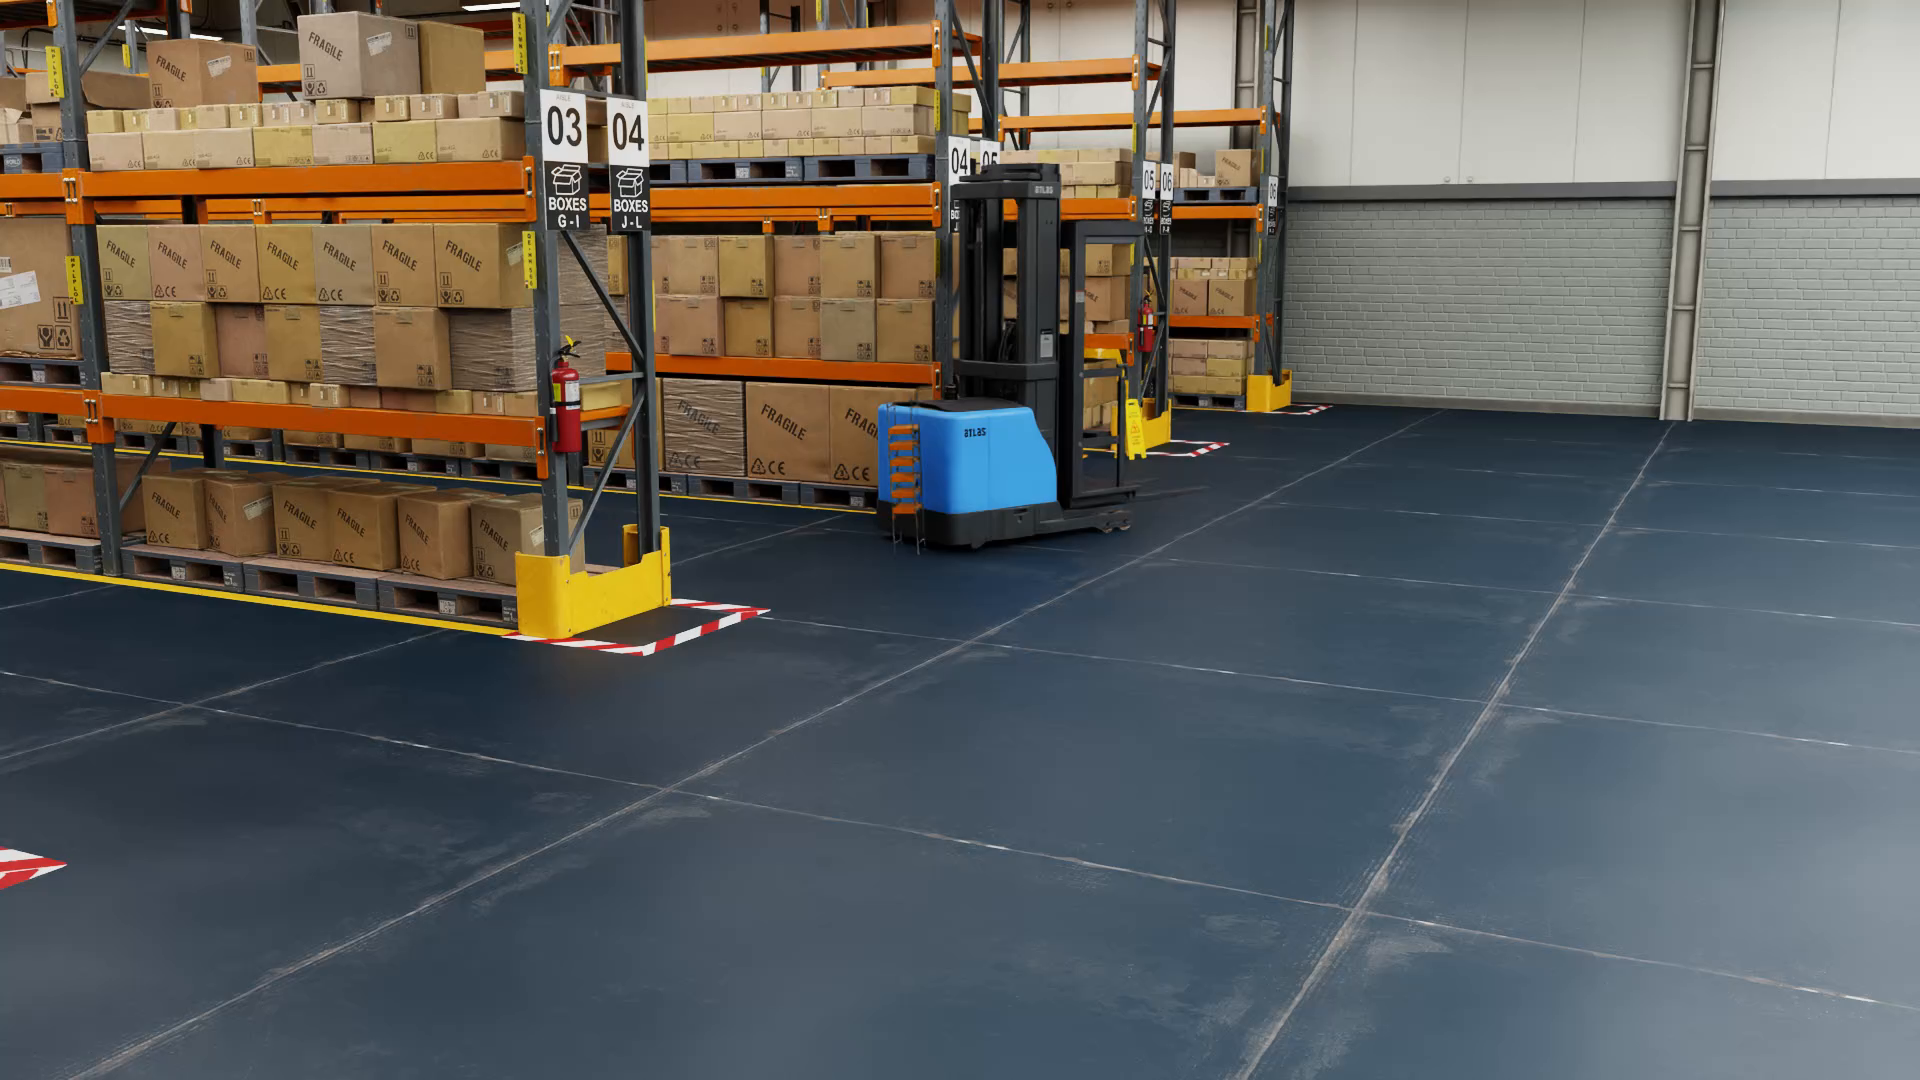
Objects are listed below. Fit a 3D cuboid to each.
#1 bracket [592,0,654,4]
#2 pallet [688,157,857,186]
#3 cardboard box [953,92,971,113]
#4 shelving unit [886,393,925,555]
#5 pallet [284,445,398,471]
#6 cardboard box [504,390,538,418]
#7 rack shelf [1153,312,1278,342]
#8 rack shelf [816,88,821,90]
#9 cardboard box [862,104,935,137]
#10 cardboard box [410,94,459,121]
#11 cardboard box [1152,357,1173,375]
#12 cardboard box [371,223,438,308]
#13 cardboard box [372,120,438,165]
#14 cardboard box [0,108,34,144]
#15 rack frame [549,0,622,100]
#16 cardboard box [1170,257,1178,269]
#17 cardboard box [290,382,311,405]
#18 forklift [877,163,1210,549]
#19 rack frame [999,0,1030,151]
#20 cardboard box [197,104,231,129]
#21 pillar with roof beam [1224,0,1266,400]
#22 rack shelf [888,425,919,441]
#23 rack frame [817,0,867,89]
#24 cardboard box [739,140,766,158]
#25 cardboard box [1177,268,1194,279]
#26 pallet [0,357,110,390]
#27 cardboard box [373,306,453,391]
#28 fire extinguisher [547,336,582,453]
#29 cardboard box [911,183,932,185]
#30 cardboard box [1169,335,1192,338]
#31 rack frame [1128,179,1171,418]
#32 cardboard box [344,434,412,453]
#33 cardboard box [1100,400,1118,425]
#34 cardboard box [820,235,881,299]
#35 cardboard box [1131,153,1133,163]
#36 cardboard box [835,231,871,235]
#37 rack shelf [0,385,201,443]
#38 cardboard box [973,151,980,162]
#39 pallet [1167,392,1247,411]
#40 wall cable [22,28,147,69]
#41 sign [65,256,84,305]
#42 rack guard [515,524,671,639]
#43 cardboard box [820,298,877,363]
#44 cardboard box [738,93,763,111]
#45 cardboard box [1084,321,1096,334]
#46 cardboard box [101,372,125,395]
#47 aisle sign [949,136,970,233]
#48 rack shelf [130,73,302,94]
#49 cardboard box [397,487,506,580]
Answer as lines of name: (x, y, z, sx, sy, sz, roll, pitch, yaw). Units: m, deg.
bracket: (-4.088, -8.928, 27.185, 4.783, 0.066, 0.076, 5, 11, 26)
pallet: (-1.702, -3.348, 15.130, 1.213, 0.211, 1.003, 5, 11, 26)
cardboard box: (-0.093, -3.840, 14.610, 0.250, 0.149, 0.380, 5, 11, 26)
shelving unit: (-0.409, -0.501, 12.604, 0.189, 1.200, 0.258, 0, 10, 12)
pallet: (-6.435, -0.947, 17.867, 1.213, 0.211, 1.003, 5, 11, 26)
cardboard box: (-2.567, -0.844, 10.177, 0.250, 0.149, 0.380, 5, 11, 26)
rack shelf: (2.565, -3.158, 24.274, 4.000, 0.370, 1.077, 5, 11, 26)
rack shelf: (-3.215, -5.435, 21.135, 4.000, 0.370, 1.077, 5, 11, 26)
cardboard box: (-0.497, -3.561, 14.185, 0.500, 0.250, 0.500, 5, 11, 27)
cardboard box: (-3.082, -2.592, 10.008, 0.250, 0.149, 0.380, 4, 11, 23)
cardboard box: (2.866, -2.521, 23.873, 0.500, 0.250, 0.500, 5, 11, 25)
cardboard box: (-3.273, -1.708, 10.322, 0.500, 0.500, 0.500, 5, 11, 26)
cardboard box: (-3.213, -2.417, 10.159, 0.500, 0.250, 0.500, 5, 11, 26)
cardboard box: (-6.694, -2.968, 11.983, 0.258, 0.266, 0.396, 5, 12, 28)
rack frame: (-3.522, -5.030, 15.753, 0.127, 3.000, 1.000, 5, 11, 26)
cardboard box: (2.989, -3.928, 23.576, 0.250, 0.149, 0.380, 5, 12, 27)
cardboard box: (-4.152, -0.976, 10.907, 0.250, 0.149, 0.380, 5, 11, 26)
forklift: (0.800, -1.565, 13.646, 3.031, 2.935, 1.130, -8, 13, -38)
rack frame: (0.771, -6.621, 24.547, 0.127, 3.000, 1.000, 5, 11, 26)
cardboard box: (-4.710, -2.735, 10.797, 0.250, 0.149, 0.380, 5, 11, 25)
pillar with roof beam: (2.228, -5.817, 20.105, 0.400, 9.000, 9.100, 5, 11, 26)
rack shelf: (-0.423, -0.811, 12.548, 0.180, 0.103, 0.258, 0, 10, 12)
rack frame: (-1.422, -5.828, 20.165, 0.127, 3.000, 1.000, 5, 11, 26)
cardboard box: (-1.750, -3.463, 14.765, 0.250, 0.149, 0.380, 5, 11, 27)
cardboard box: (3.258, -3.772, 23.546, 0.250, 0.149, 0.380, 5, 11, 25)
pallet: (-6.428, -1.282, 12.432, 1.213, 0.211, 1.003, 5, 11, 26)
cardboard box: (-3.202, -1.242, 10.553, 0.500, 0.500, 0.875, 5, 11, 26)
fire extinguisher: (-2.321, -0.858, 9.763, 0.183, 0.674, 0.296, 5, 11, 26)
cardboard box: (-0.238, -4.266, 19.540, 0.500, 0.250, 0.500, 5, 11, 26)
cardboard box: (3.117, -2.848, 24.276, 0.500, 0.250, 0.500, 5, 11, 25)
rack frame: (2.165, -2.561, 18.958, 0.127, 3.000, 1.000, 5, 11, 26)
cardboard box: (-5.817, -1.362, 17.469, 0.750, 0.750, 1.050, 5, 11, 27)
cardboard box: (1.564, -1.522, 19.760, 0.500, 0.250, 0.500, 5, 11, 25)
cardboard box: (-0.784, -2.432, 14.790, 0.550, 0.550, 0.875, 5, 11, 26)
cardboard box: (1.937, -4.366, 18.977, 0.250, 0.149, 0.380, 5, 11, 25)
cardboard box: (-1.123, -3.494, 20.192, 0.500, 0.500, 0.700, 5, 11, 25)
rack shelf: (-7.600, -1.097, 12.889, 4.000, 0.370, 1.077, 5, 11, 26)
cardboard box: (0.341, -4.401, 19.167, 0.250, 0.149, 0.380, 5, 12, 27)
pallet: (3.654, -2.035, 23.884, 1.213, 0.211, 1.003, 5, 11, 26)
wall cable: (-15.807, -7.757, 30.719, 0.133, 3.039, 2.988, 5, 11, 26)
sign: (-6.049, -1.774, 11.360, 0.005, 0.325, 0.100, 5, 11, 26)
rack guard: (-2.288, 0.246, 10.468, 0.348, 0.500, 1.175, 5, 11, 26)
cardboard box: (-0.790, -1.898, 14.874, 0.550, 0.550, 0.875, 5, 11, 26)
cardboard box: (-1.754, -3.856, 14.695, 0.250, 0.149, 0.380, 5, 11, 26)
cardboard box: (1.459, -2.435, 18.966, 0.250, 0.149, 0.380, 5, 11, 25)
cardboard box: (-5.747, -1.105, 11.618, 0.250, 0.149, 0.380, 5, 11, 26)
aisle sign: (-0.004, -2.988, 14.018, 0.004, 0.787, 0.394, 5, 11, 26)
rack shelf: (-8.902, -4.952, 18.465, 4.000, 0.370, 1.077, 5, 11, 26)
cardboard box: (-3.323, -0.048, 10.915, 0.500, 0.500, 0.500, 9, 14, 41)
